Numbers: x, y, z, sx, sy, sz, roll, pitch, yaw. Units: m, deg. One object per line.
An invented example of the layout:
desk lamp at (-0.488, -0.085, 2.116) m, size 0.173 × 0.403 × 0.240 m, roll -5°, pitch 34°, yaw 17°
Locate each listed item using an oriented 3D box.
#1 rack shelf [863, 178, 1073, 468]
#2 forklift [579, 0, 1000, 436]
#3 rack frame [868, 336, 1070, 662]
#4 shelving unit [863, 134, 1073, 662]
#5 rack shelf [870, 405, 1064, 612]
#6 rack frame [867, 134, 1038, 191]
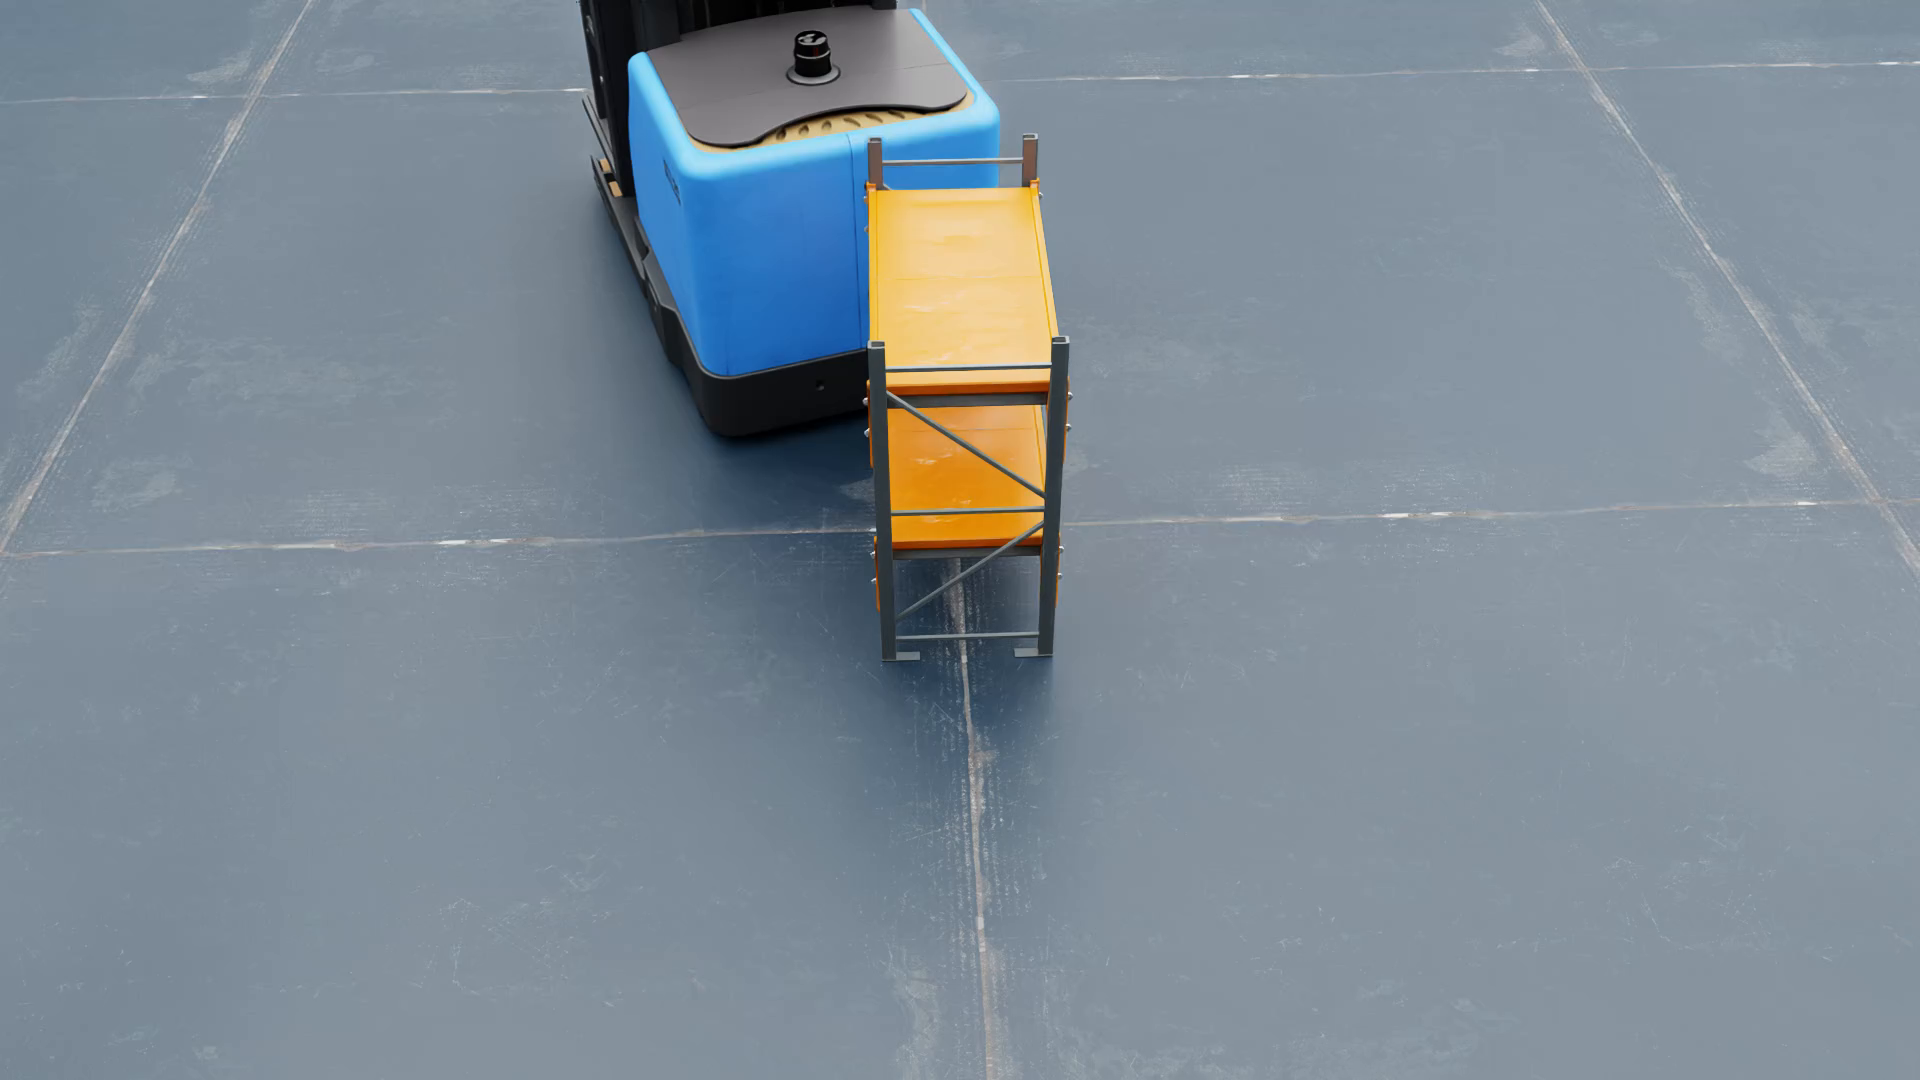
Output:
rack shelf at (0.000, -0.635, 4.677) m, size 0.538 × 0.278 × 1.000 m, roll -2°, pitch 43°, yaw -2°
forklift at (-0.847, -2.432, 5.735) m, size 1.130 × 2.935 × 3.031 m, roll -14°, pitch 44°, yaw -15°
rack frame at (0.021, -0.076, 4.500) m, size 0.500 × 1.125 × 0.032 m, roll -2°, pitch 43°, yaw -2°
shelving unit at (0.000, -0.419, 4.875) m, size 0.538 × 1.125 × 1.048 m, roll -2°, pitch 43°, yaw -2°
rack shelf at (0.000, -0.239, 5.040) m, size 0.538 × 0.278 × 1.000 m, roll -2°, pitch 43°, yaw -2°
rack frame at (-0.022, -0.762, 5.249) m, size 0.500 × 1.125 × 0.032 m, roll -2°, pitch 43°, yaw -2°
